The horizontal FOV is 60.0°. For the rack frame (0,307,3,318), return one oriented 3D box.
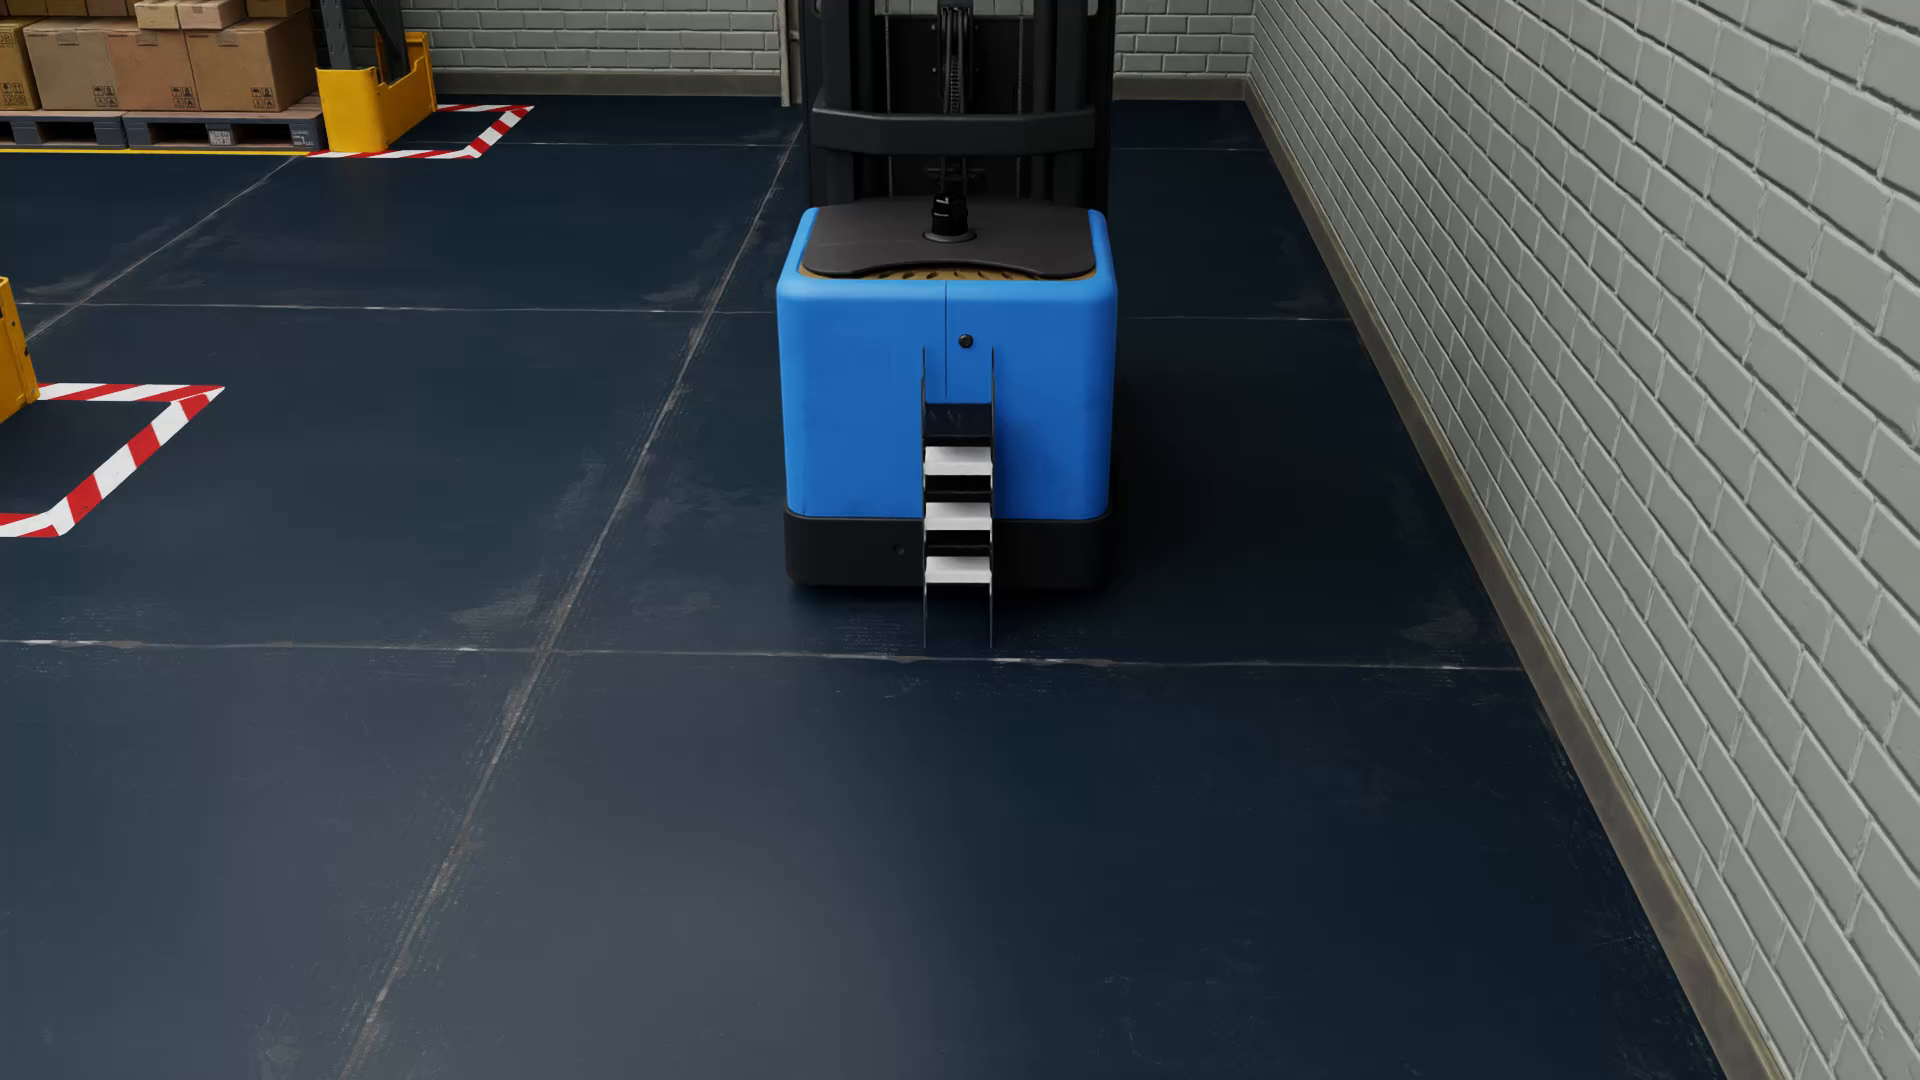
[{"bbox_3d":[-3.912,-1.669,5.695,0.127,3.000,1.000,1,28,2],"label":"rack frame"}]

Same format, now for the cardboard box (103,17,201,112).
[{"bbox_3d":[-4.944,-3.042,10.506,0.500,0.500,0.700,1,28,2],"label":"cardboard box"}]

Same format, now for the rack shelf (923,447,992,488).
[{"bbox_3d":[-0.006,-0.245,4.937,0.200,0.077,0.258,0,28,0],"label":"rack shelf"}]

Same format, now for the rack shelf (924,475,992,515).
[{"bbox_3d":[-0.006,-0.165,4.980,0.200,0.077,0.258,0,28,0],"label":"rack shelf"}]

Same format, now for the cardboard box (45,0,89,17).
[{"bbox_3d":[-5.579,-3.432,10.549,0.250,0.149,0.380,1,28,2],"label":"cardboard box"}]

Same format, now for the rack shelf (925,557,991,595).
[{"bbox_3d":[-0.006,0.073,5.106,0.200,0.077,0.258,0,28,0],"label":"rack shelf"}]

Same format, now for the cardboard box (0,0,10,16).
[{"bbox_3d":[-6.090,-3.440,10.564,0.250,0.149,0.380,1,28,2],"label":"cardboard box"}]

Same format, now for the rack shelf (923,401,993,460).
[{"bbox_3d":[-0.006,-0.324,4.895,0.200,0.077,0.258,0,28,0],"label":"rack shelf"}]

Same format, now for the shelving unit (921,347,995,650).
[{"bbox_3d":[-0.006,-0.115,5.006,0.210,0.900,0.258,0,28,0],"label":"shelving unit"}]

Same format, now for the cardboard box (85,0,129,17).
[{"bbox_3d":[-5.322,-3.428,10.542,0.250,0.149,0.380,1,28,3],"label":"cardboard box"}]

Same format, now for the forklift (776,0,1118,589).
[{"bbox_3d":[-0.004,-1.790,5.997,1.130,2.935,3.031,1,28,1],"label":"forklift"}]

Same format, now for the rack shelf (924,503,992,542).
[{"bbox_3d":[-0.006,-0.086,5.022,0.200,0.077,0.258,0,28,0],"label":"rack shelf"}]

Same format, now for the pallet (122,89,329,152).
[{"bbox_3d":[-4.542,-2.732,10.679,1.213,0.211,1.003,1,28,2],"label":"pallet"}]

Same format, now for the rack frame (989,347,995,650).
[{"bbox_3d":[0.096,-0.115,5.006,0.006,0.900,0.240,0,28,0],"label":"rack frame"}]

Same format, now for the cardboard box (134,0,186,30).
[{"bbox_3d":[-4.834,-3.241,10.189,0.250,0.149,0.380,2,28,3],"label":"cardboard box"}]

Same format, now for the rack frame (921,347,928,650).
[{"bbox_3d":[-0.107,-0.115,5.006,0.006,0.900,0.240,0,28,0],"label":"rack frame"}]

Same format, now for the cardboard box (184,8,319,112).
[{"bbox_3d":[-4.444,-3.033,10.490,0.500,0.500,0.700,1,28,2],"label":"cardboard box"}]

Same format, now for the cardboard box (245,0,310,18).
[{"bbox_3d":[-4.312,-3.412,10.511,0.250,0.149,0.380,1,28,2],"label":"cardboard box"}]

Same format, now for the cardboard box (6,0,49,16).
[{"bbox_3d":[-5.832,-3.436,10.557,0.250,0.149,0.380,0,28,1],"label":"cardboard box"}]

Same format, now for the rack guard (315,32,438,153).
[{"bbox_3d":[-3.717,-2.883,10.654,0.348,0.500,1.175,1,28,2],"label":"rack guard"}]

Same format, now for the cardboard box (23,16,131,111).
[{"bbox_3d":[-5.446,-3.050,10.521,0.500,0.500,0.700,0,28,0],"label":"cardboard box"}]

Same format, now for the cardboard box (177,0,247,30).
[{"bbox_3d":[-4.578,-3.237,10.181,0.250,0.149,0.380,1,28,1],"label":"cardboard box"}]

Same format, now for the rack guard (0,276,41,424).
[{"bbox_3d":[-3.988,-0.566,6.283,0.348,0.500,1.175,1,28,2],"label":"rack guard"}]

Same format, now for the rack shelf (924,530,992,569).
[{"bbox_3d":[-0.006,-0.006,5.064,0.200,0.077,0.258,0,28,0],"label":"rack shelf"}]

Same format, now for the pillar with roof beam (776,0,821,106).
[{"bbox_3d":[-1.164,-4.983,5.543,0.400,9.000,9.100,1,28,2],"label":"pillar with roof beam"}]

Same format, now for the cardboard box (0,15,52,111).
[{"bbox_3d":[-5.979,-3.055,10.531,0.500,0.500,0.700,2,28,3],"label":"cardboard box"}]

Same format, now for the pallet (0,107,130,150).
[{"bbox_3d":[-5.758,-2.754,10.719,1.213,0.211,1.003,1,28,2],"label":"pallet"}]

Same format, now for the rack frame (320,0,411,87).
[{"bbox_3d":[-3.741,-3.988,10.070,0.127,3.000,1.000,1,28,2],"label":"rack frame"}]

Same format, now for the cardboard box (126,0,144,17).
[{"bbox_3d":[-5.068,-3.424,10.534,0.250,0.149,0.380,1,28,2],"label":"cardboard box"}]
